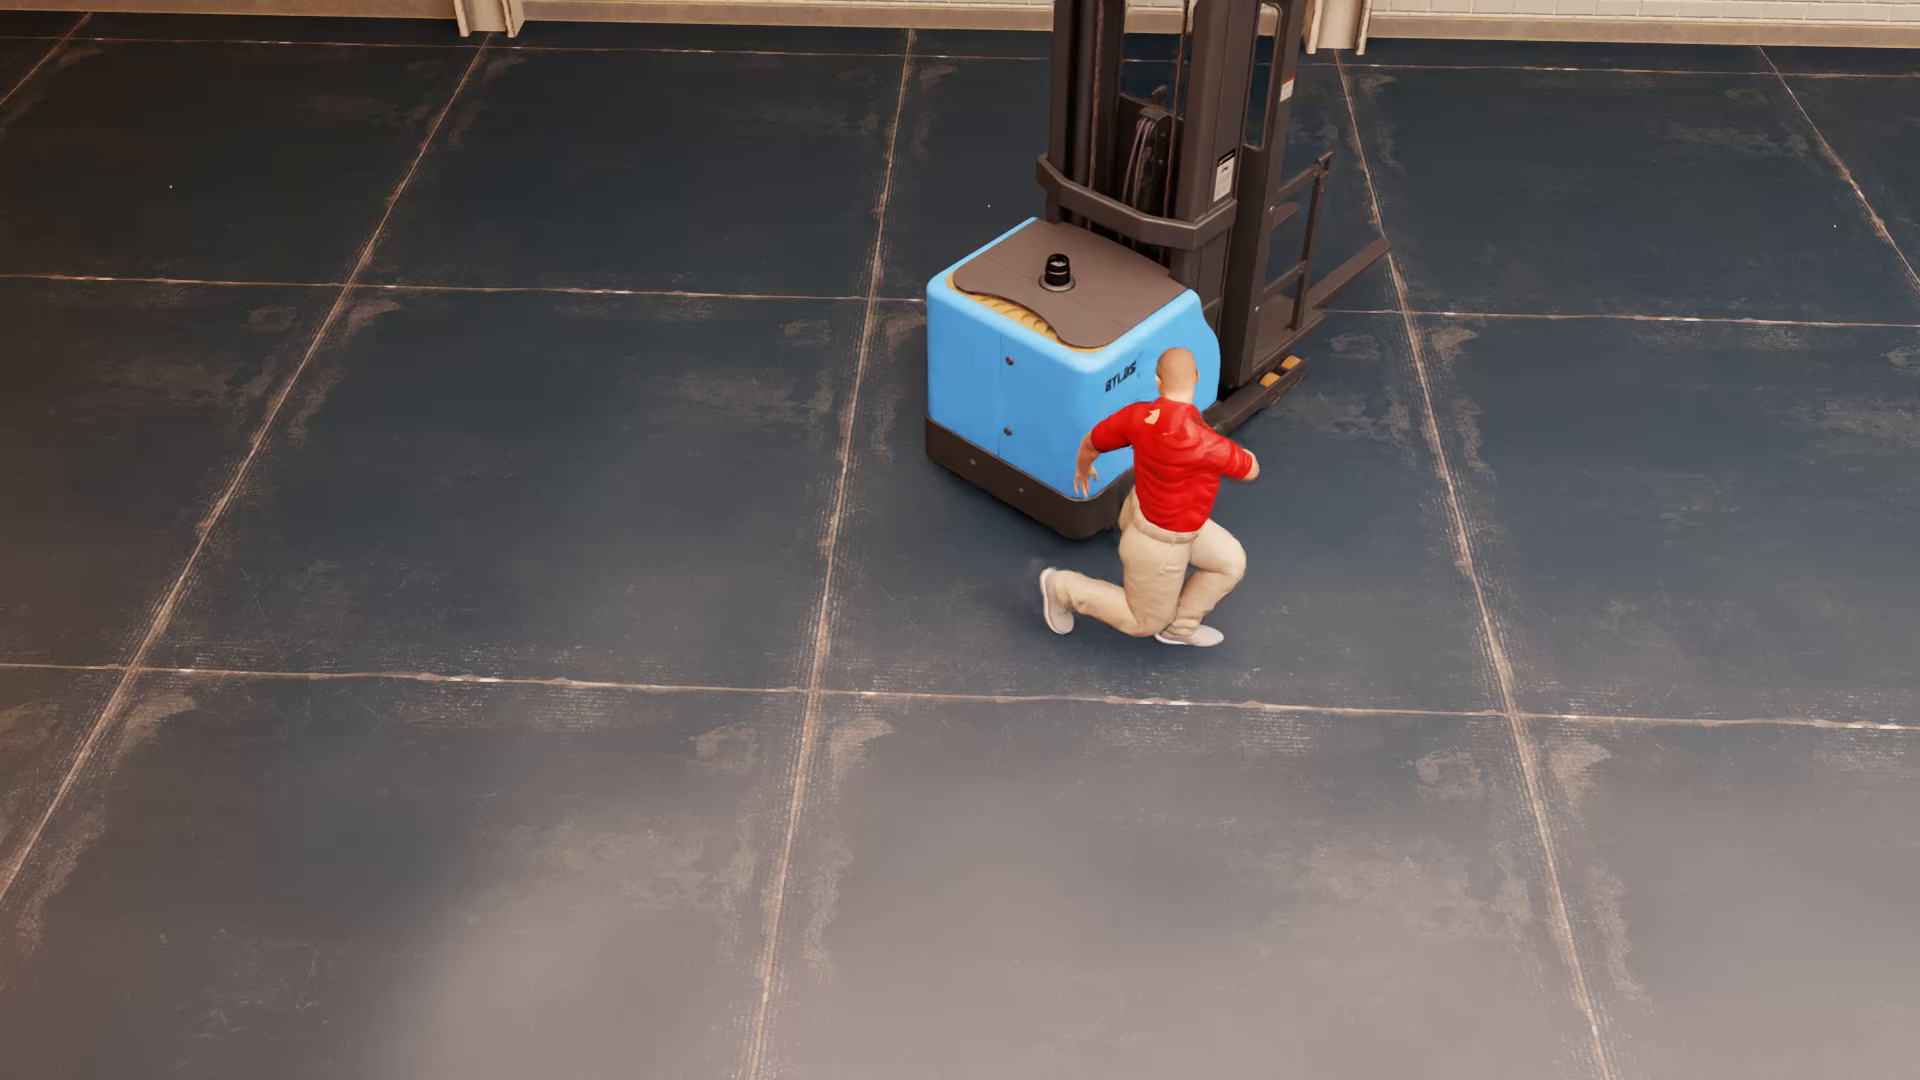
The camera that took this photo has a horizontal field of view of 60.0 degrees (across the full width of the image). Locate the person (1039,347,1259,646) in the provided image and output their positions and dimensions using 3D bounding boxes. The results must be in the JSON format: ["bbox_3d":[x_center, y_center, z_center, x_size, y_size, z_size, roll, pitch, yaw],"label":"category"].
[{"bbox_3d":[0.803,-0.144,7.014,0.907,1.507,0.646,0,42,0],"label":"person"}]

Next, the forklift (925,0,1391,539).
[{"bbox_3d":[1.189,-1.998,7.930,1.130,2.935,3.031,31,51,30],"label":"forklift"}]
